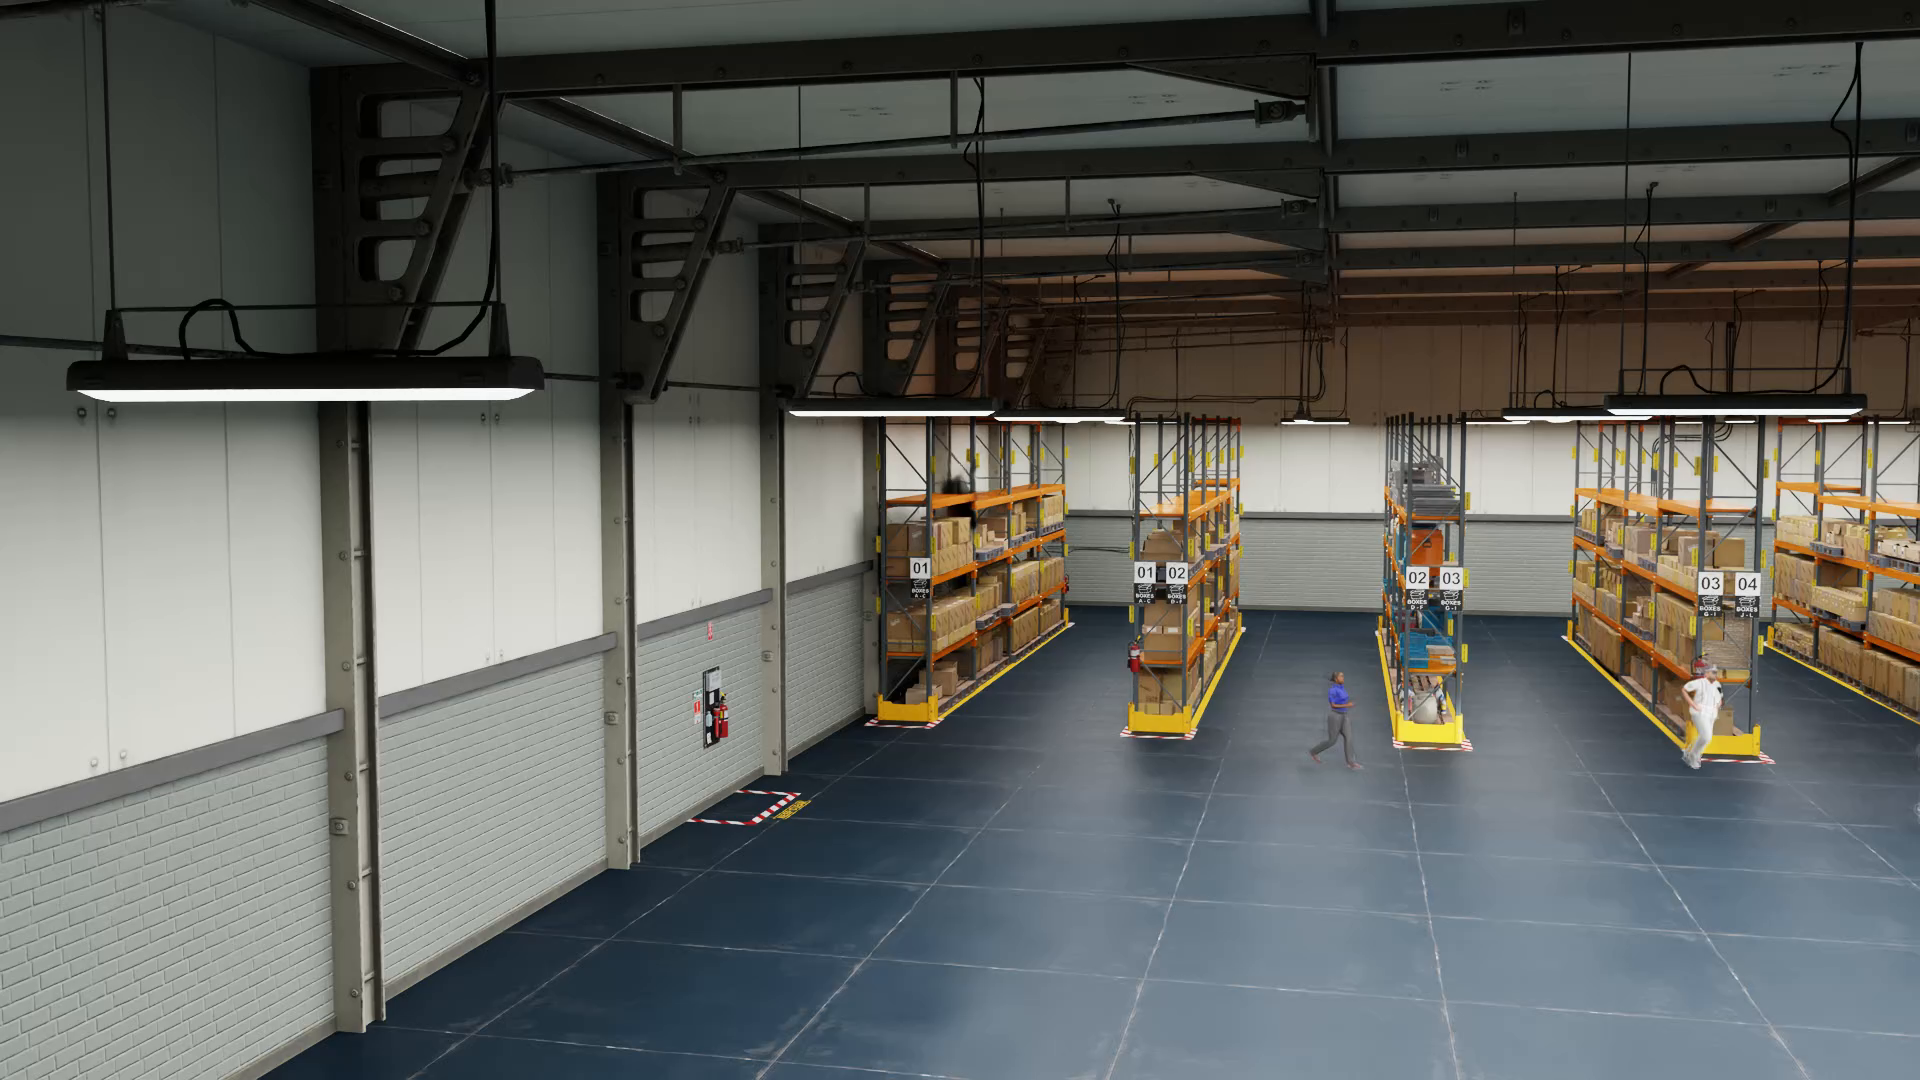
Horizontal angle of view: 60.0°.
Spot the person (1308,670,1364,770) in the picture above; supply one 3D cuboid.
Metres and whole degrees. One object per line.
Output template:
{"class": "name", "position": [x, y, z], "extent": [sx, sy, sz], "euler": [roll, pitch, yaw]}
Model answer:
{"class": "person", "position": [6.319, 3.005, 27.849], "extent": [0.931, 1.620, 0.580], "euler": [3, 5, 37]}

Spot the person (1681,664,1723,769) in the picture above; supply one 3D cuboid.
{"class": "person", "position": [12.537, 2.968, 28.024], "extent": [0.661, 1.802, 0.645], "euler": [-2, 4, -23]}
